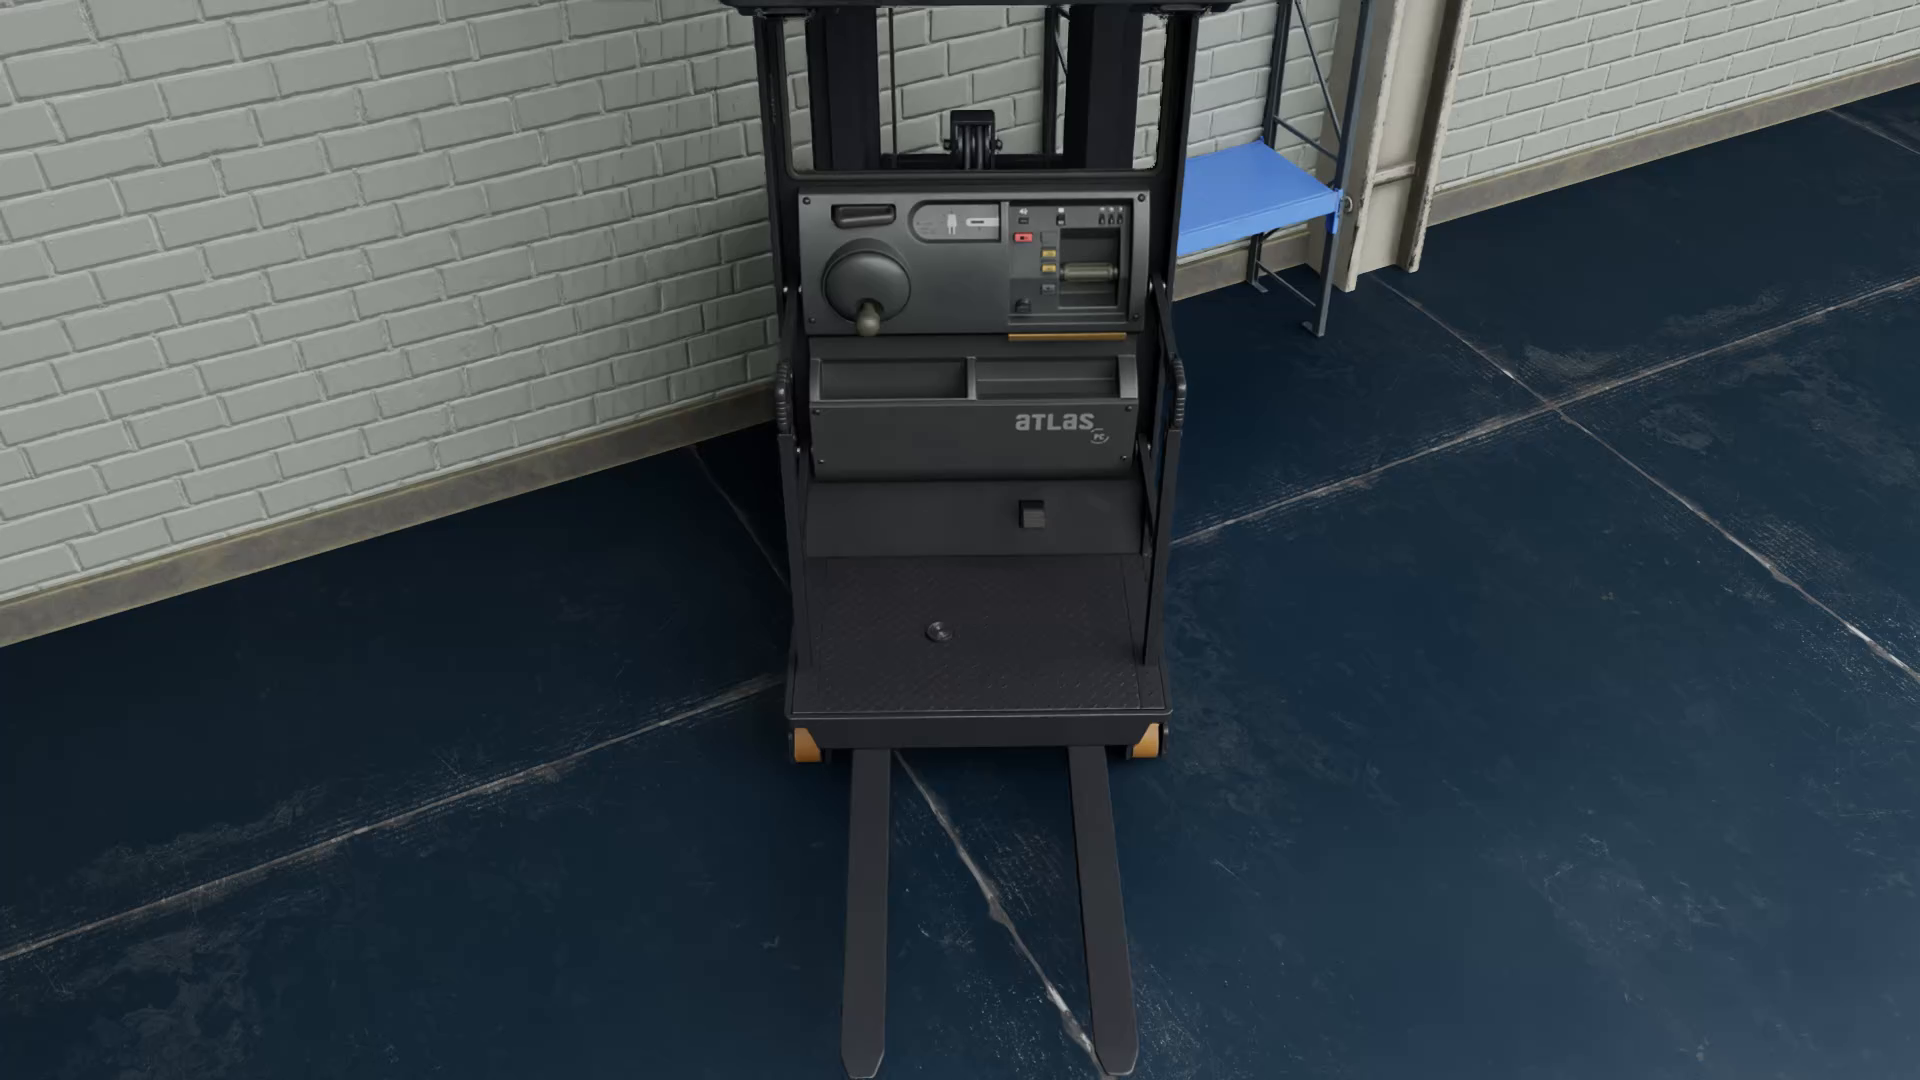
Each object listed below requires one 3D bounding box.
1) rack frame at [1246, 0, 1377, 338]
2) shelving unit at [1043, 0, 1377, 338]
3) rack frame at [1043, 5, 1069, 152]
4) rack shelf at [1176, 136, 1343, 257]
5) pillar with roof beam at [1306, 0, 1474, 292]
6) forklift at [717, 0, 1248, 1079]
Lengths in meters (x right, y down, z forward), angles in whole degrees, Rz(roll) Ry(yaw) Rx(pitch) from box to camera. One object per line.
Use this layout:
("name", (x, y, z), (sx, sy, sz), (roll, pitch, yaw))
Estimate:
("rack frame", (1.336, -1.538, 6.402), (0.032, 1.500, 0.500), (-19, 43, -21))
("shelving unit", (0.885, -1.386, 6.222), (1.048, 1.500, 0.538), (-19, 43, -21))
("rack frame", (0.435, -1.234, 6.043), (0.032, 1.500, 0.500), (-19, 43, -21))
("rack shelf", (0.887, -1.248, 6.337), (1.000, 0.185, 0.538), (-19, 43, -21))
("pillar with roof beam", (3.708, -2.153, 1.329), (0.400, 9.000, 9.100), (-19, 44, -21))
("forklift", (0.044, -0.663, 4.265), (1.130, 2.935, 3.031), (-1, 40, -1))
